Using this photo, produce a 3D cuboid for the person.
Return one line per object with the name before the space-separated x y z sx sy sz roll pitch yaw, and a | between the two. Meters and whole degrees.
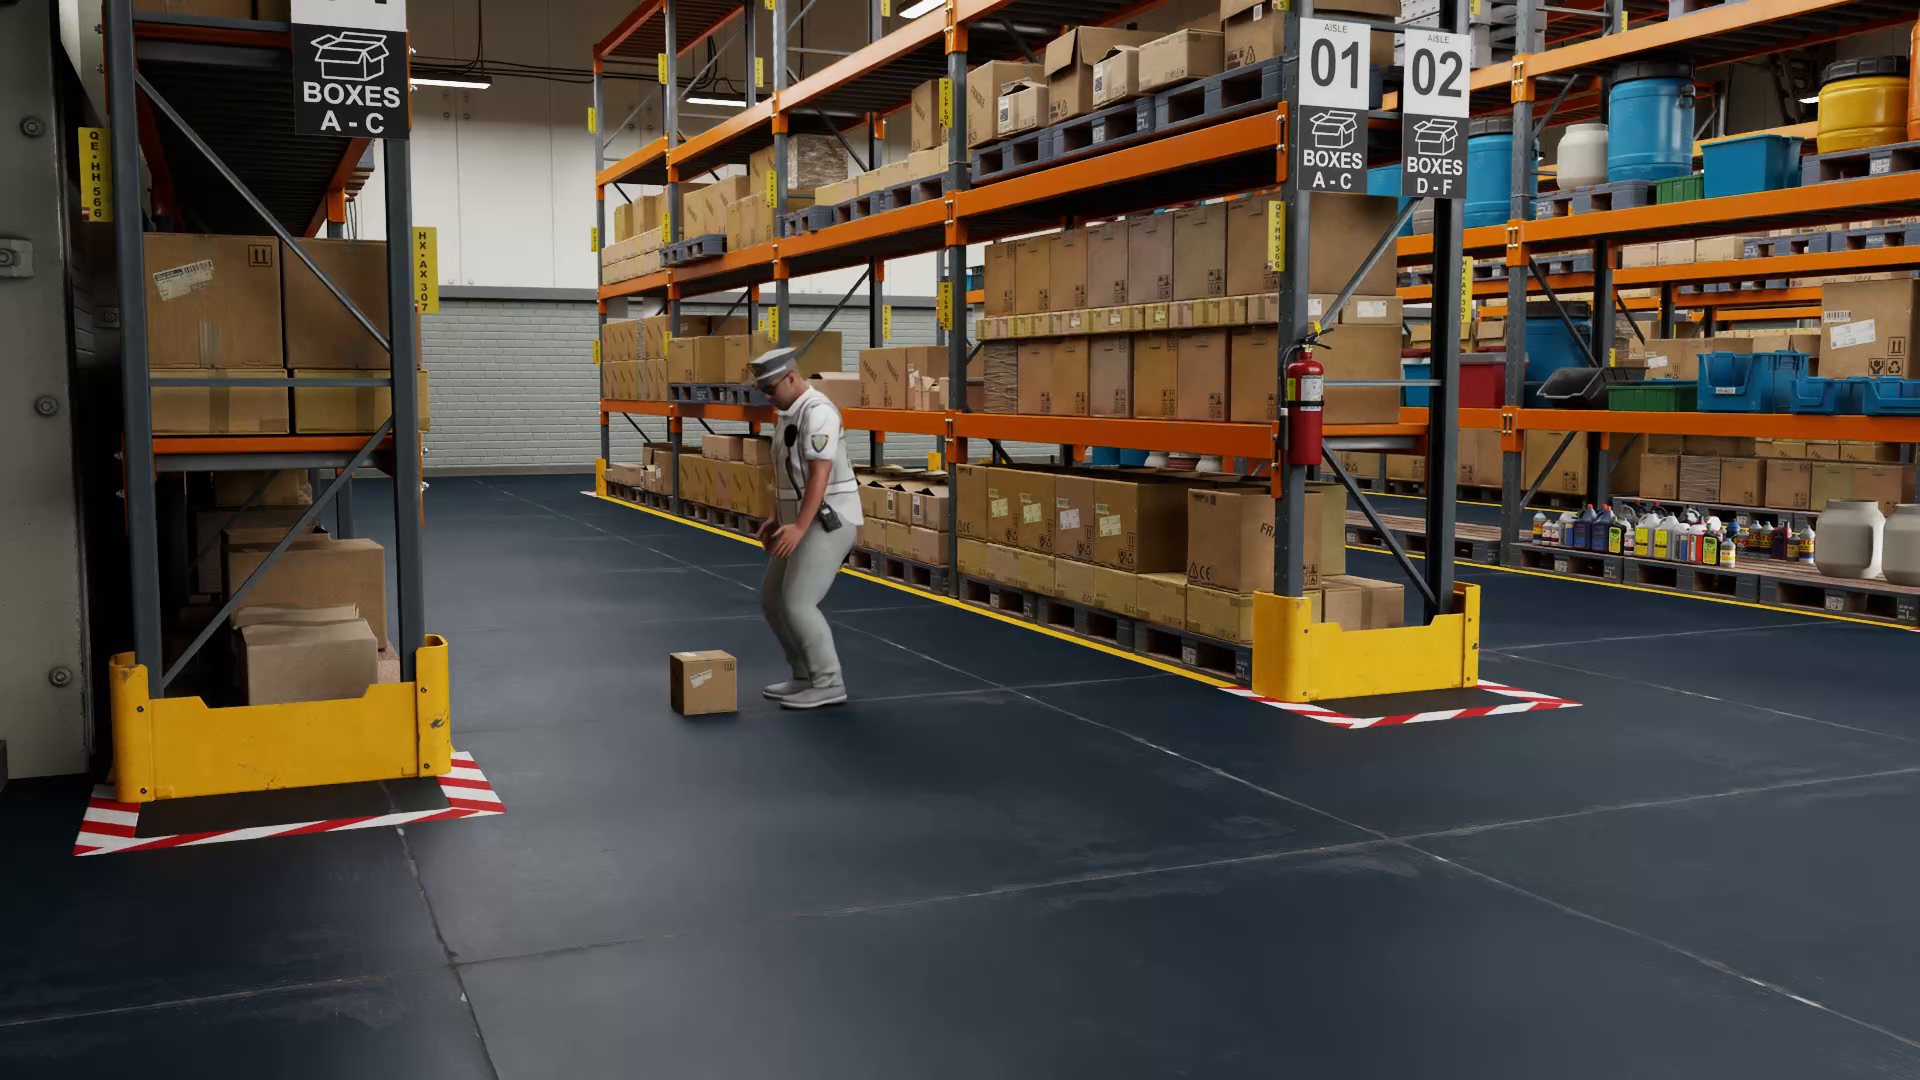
person | -0.732 -0.060 7.826 0.539 1.678 0.564 -2 6 -22
